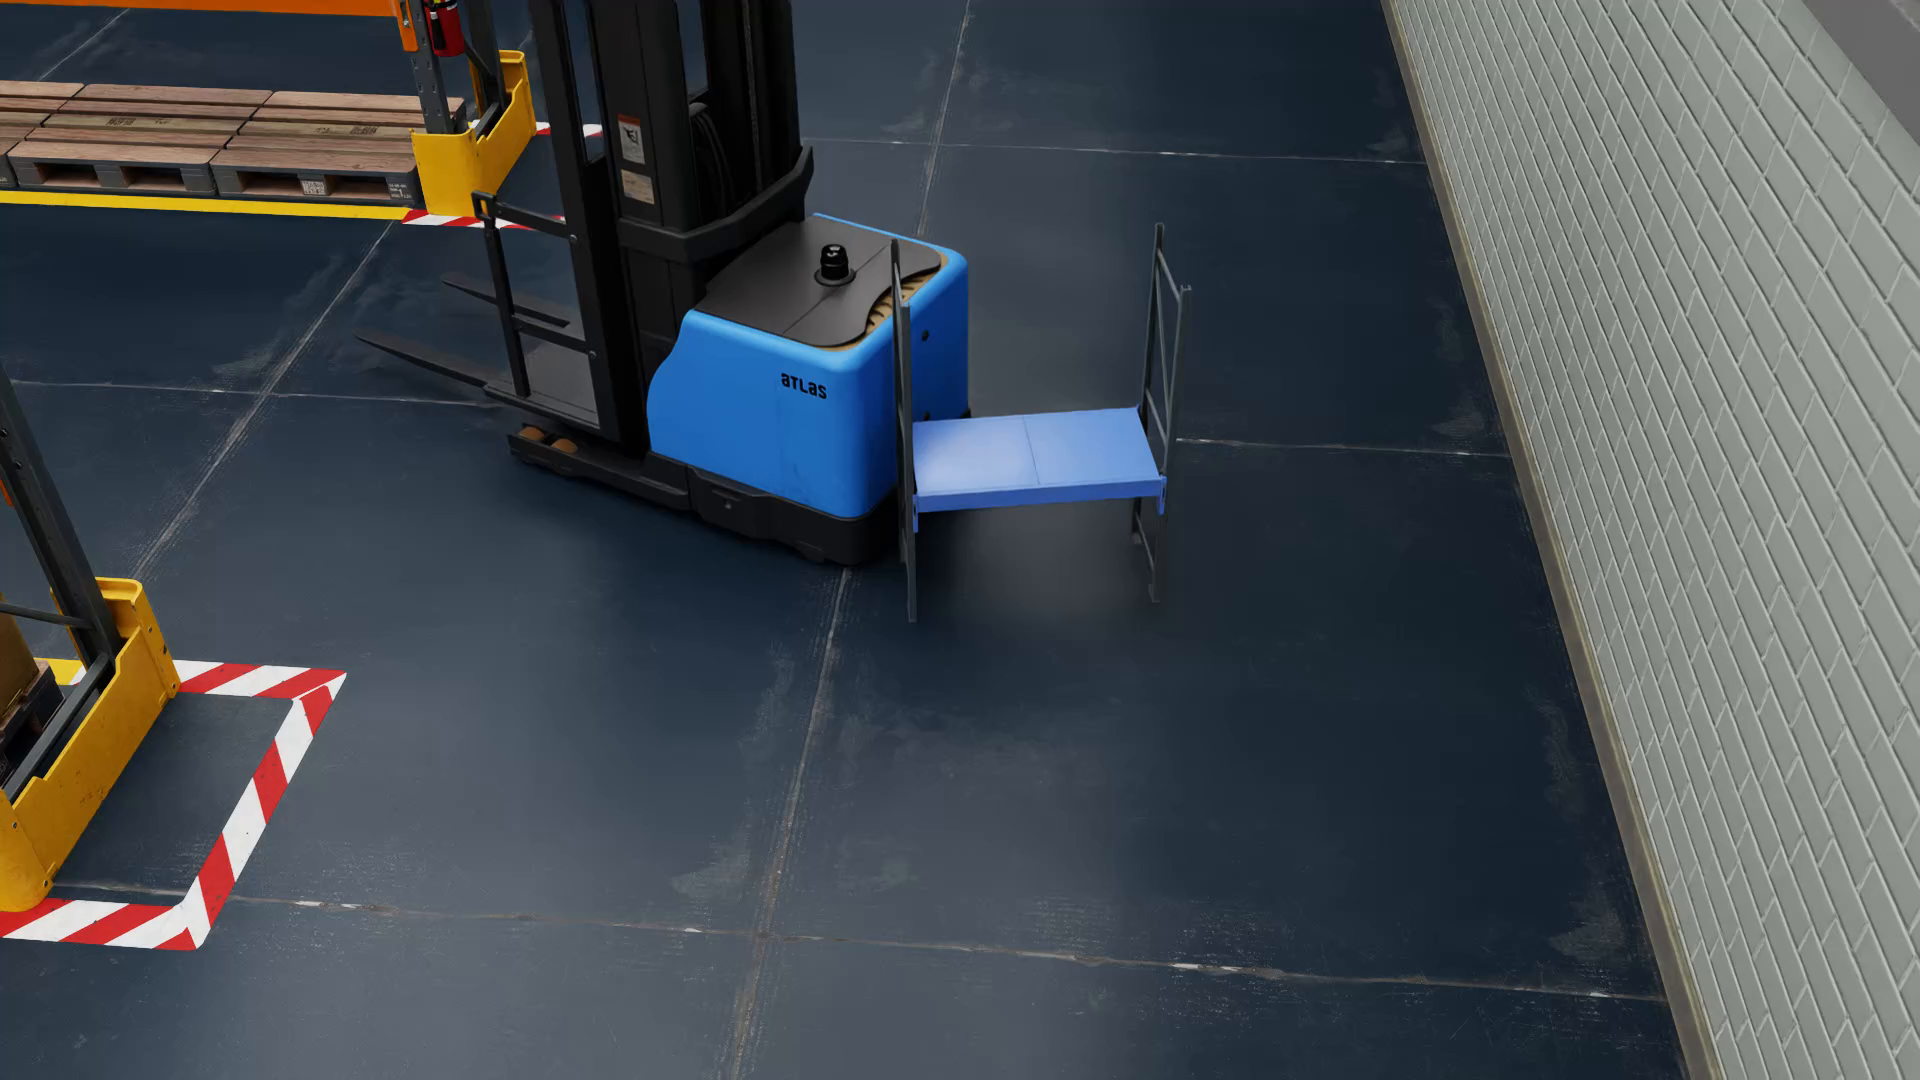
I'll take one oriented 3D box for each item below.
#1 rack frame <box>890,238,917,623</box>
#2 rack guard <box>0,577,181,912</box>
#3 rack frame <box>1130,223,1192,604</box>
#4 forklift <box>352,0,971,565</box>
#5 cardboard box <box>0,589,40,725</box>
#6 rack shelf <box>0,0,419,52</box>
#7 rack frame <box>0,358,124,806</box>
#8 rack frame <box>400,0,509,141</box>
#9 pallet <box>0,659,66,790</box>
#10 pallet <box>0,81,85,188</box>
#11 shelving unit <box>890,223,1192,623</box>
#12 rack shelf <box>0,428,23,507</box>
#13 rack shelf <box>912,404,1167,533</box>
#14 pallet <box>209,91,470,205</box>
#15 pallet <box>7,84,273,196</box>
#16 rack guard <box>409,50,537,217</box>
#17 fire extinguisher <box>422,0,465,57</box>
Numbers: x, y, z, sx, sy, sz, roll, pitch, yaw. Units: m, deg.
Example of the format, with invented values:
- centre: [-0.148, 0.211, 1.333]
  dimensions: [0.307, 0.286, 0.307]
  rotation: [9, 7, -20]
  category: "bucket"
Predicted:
- centre: [-0.220, -0.400, 6.554]
  dimensions: [0.032, 1.500, 0.500]
  rotation: [-4, 39, -5]
  category: "rack frame"
- centre: [-3.282, 0.705, 5.987]
  dimensions: [0.348, 0.500, 1.175]
  rotation: [3, 39, 4]
  category: "rack guard"
- centre: [0.790, -0.473, 6.643]
  dimensions: [0.032, 1.500, 0.500]
  rotation: [-4, 39, -5]
  category: "rack frame"
- centre: [-1.492, -1.703, 7.020]
  dimensions: [3.031, 2.935, 1.130]
  rotation: [19, 43, 22]
  category: "forklift"
- centre: [-3.951, 0.411, 5.719]
  dimensions: [0.875, 0.875, 0.875]
  rotation: [3, 39, 4]
  category: "cardboard box"
- centre: [-4.871, -3.210, 9.388]
  dimensions: [4.000, 0.370, 1.077]
  rotation: [3, 39, 4]
  category: "rack shelf"
- centre: [-3.306, -0.265, 5.200]
  dimensions: [0.127, 3.000, 1.000]
  rotation: [3, 39, 4]
  category: "rack frame"
- centre: [-2.879, -3.380, 9.027]
  dimensions: [0.127, 3.000, 1.000]
  rotation: [3, 39, 4]
  category: "rack frame"
- centre: [-4.110, 0.822, 6.073]
  dimensions: [1.213, 0.211, 1.003]
  rotation: [3, 39, 4]
  category: "pallet"
- centre: [-6.128, -2.501, 10.155]
  dimensions: [1.213, 0.211, 1.003]
  rotation: [3, 39, 4]
  category: "pallet"
- centre: [0.285, -0.437, 6.599]
  dimensions: [1.048, 1.500, 0.538]
  rotation: [-4, 39, -5]
  category: "shelving unit"
- centre: [-5.299, -0.095, 5.561]
  dimensions: [4.000, 0.370, 1.077]
  rotation: [3, 39, 4]
  category: "rack shelf"
- centre: [0.285, -0.297, 6.712]
  dimensions: [1.000, 0.185, 0.538]
  rotation: [-4, 39, -5]
  category: "rack shelf"
- centre: [-3.697, -2.368, 9.992]
  dimensions: [1.213, 0.211, 1.003]
  rotation: [3, 39, 4]
  category: "pallet"
- centre: [-4.909, -2.436, 10.076]
  dimensions: [1.213, 0.211, 1.003]
  rotation: [3, 39, 4]
  category: "pallet"
- centre: [-2.854, -2.418, 9.824]
  dimensions: [0.348, 0.500, 1.175]
  rotation: [3, 39, 4]
  category: "rack guard"
- centre: [-2.768, -2.912, 8.808]
  dimensions: [0.183, 0.674, 0.296]
  rotation: [3, 39, 4]
  category: "fire extinguisher"
